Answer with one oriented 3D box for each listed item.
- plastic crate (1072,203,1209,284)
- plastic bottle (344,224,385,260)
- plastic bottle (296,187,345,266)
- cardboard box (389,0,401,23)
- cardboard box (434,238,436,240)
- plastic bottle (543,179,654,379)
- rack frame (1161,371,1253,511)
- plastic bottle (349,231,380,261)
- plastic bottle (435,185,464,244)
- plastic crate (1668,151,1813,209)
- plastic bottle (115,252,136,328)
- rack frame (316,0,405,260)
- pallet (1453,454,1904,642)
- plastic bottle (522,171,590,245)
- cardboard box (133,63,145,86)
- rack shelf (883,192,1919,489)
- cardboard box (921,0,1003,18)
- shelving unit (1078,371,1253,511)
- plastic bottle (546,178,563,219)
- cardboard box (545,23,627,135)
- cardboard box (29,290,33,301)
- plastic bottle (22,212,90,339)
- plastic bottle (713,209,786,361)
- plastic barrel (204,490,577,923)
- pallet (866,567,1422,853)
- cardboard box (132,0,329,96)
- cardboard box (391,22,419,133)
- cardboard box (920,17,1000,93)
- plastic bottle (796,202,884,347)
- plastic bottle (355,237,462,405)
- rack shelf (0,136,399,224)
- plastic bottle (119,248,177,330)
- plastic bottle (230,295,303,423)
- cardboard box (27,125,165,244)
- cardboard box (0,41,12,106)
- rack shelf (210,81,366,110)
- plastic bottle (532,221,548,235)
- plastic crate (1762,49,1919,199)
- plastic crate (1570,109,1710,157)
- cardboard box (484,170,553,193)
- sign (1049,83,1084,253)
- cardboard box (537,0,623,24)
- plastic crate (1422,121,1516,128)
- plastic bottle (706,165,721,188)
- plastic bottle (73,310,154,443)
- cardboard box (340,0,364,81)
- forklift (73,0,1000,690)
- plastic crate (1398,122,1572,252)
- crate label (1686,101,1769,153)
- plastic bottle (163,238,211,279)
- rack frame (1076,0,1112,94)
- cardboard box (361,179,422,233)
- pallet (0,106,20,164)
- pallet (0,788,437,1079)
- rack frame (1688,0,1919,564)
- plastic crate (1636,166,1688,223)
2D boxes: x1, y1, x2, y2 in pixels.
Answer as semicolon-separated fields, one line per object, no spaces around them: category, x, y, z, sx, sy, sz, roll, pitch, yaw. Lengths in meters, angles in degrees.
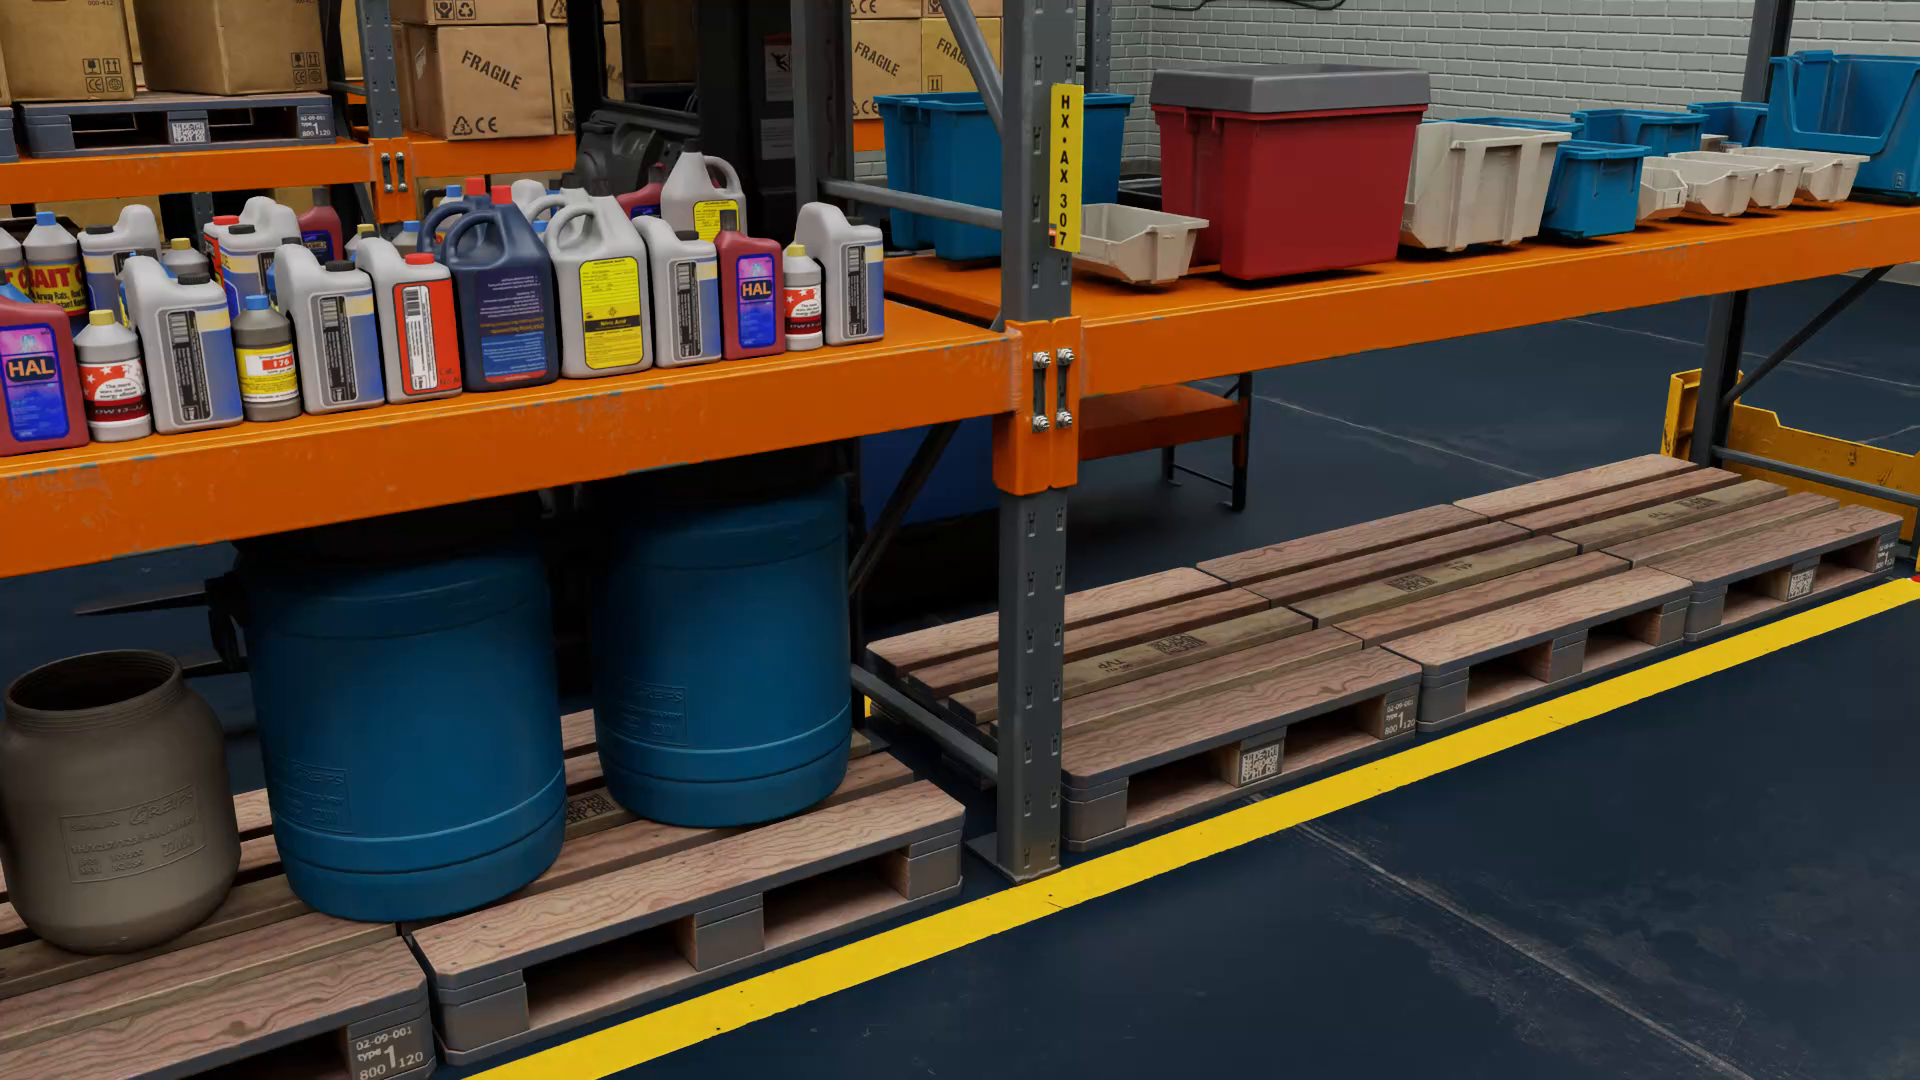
plastic crate;0.378;-0.707;3.972;0.243;0.136;0.396;-12;22;-31
plastic bottle;-1.265;-0.575;3.571;0.097;0.201;0.097;0;19;0
plastic bottle;-1.372;-0.598;3.512;0.133;0.283;0.061;-12;22;-31
cardboard box;-2.530;-2.765;8.023;0.500;0.500;0.500;-12;22;-31
cardboard box;-2.490;-1.286;8.582;0.500;0.500;0.500;-12;22;-31
plastic bottle;-0.677;-0.487;3.080;0.185;0.351;0.144;-12;22;-31
rack frame;0.989;-0.720;6.619;0.032;1.125;0.500;-11;22;-30
plastic bottle;-1.051;-0.420;3.005;0.097;0.271;0.097;0;19;0
plastic bottle;-1.103;-0.642;3.661;0.097;0.271;0.097;0;19;0
plastic crate;2.420;-1.129;5.219;0.243;0.136;0.396;-12;22;-31
plastic bottle;-1.568;-0.452;3.210;0.097;0.201;0.097;0;19;0
rack frame;-2.810;-2.086;7.731;0.127;3.000;1.000;-12;22;-31
pallet;2.542;-0.009;5.942;1.213;0.211;1.003;-12;22;-31
plastic bottle;-0.756;-0.526;3.194;0.185;0.351;0.144;-12;22;-31
cardboard box;-5.664;-3.165;11.285;0.250;0.149;0.380;-12;22;-31
rack shelf;1.581;-0.772;4.967;4.000;0.370;1.077;-12;22;-31
cardboard box;-0.111;-3.070;8.925;0.500;0.500;0.500;-11;22;-30
shelving unit;0.555;-0.635;6.367;1.048;1.125;0.538;-11;22;-30
plastic bottle;-0.909;-0.683;3.782;0.097;0.271;0.097;0;19;0
cardboard box;-1.809;-2.241;8.034;0.500;0.500;0.500;-11;22;-30
cardboard box;-3.901;-0.773;7.065;0.500;0.500;0.500;-12;22;-31
plastic bottle;-1.764;-0.503;3.249;0.097;0.271;0.097;0;19;0
plastic bottle;-0.409;-0.496;3.211;0.133;0.283;0.061;-12;22;-31
plastic barrel;-1.144;0.251;3.440;0.708;0.901;0.600;-12;22;-31
pallet;0.504;0.421;4.670;1.213;0.211;1.003;-12;22;-31
cardboard box;-3.329;-2.308;7.578;0.700;0.500;0.500;14;23;35
cardboard box;-2.534;-2.290;8.178;0.500;0.500;0.500;-11;22;-31
cardboard box;-0.125;-2.594;9.077;0.500;0.500;0.500;-12;22;-31
plastic bottle;-0.240;-0.546;3.369;0.135;0.276;0.152;-12;22;-31
plastic bottle;-0.967;-0.392;2.916;0.135;0.276;0.152;-12;22;-31
rack shelf;-4.481;-1.393;6.804;4.000;0.370;1.077;-12;22;-31
plastic bottle;-1.357;-0.356;2.814;0.097;0.271;0.097;0;19;0
plastic bottle;-1.161;-0.306;2.775;0.097;0.201;0.097;0;19;0
cardboard box;-6.009;-2.441;11.484;0.750;0.750;0.750;-12;22;-31
cardboard box;-4.252;-2.004;6.678;0.700;0.500;0.500;16;24;39
rack shelf;-3.867;-3.422;12.805;4.000;0.370;1.077;-12;22;-31
plastic bottle;-0.907;-0.592;3.622;0.097;0.201;0.097;0;19;0
plastic crate;3.075;-1.401;5.556;0.499;0.435;0.616;-12;22;-31
plastic crate;2.315;-1.342;5.700;0.300;0.233;0.416;-12;22;-31
cardboard box;-3.564;-2.803;13.098;0.500;0.500;0.700;-13;22;-33
sign;0.212;-0.744;3.329;0.005;0.325;0.100;-12;22;-31
cardboard box;-1.831;-2.706;7.847;0.500;0.500;0.500;-13;22;-33
plastic crate;1.514;-1.174;5.201;0.300;0.233;0.416;-12;22;-31
plastic bottle;-0.630;-0.754;3.975;0.133;0.283;0.061;-12;22;-31
plastic bottle;-1.355;-0.265;2.654;0.097;0.201;0.097;0;19;0
cardboard box;-4.463;-3.771;12.246;0.700;0.700;0.980;-13;22;-33
forklift;-1.176;-1.137;5.030;3.031;2.935;1.130;-11;22;-30
plastic crate;1.288;-0.952;4.469;0.530;0.282;0.437;-12;22;-31
crate label;2.864;-1.458;6.043;0.303;0.233;0.416;-12;22;-31
plastic bottle;-1.570;-0.510;3.381;0.097;0.201;0.097;0;19;0
rack frame;0.530;-2.790;9.815;0.127;3.000;1.000;-12;22;-31
cardboard box;-4.435;-2.617;12.549;0.500;0.500;0.700;-12;22;-32
pallet;-4.529;-1.634;6.694;1.213;0.211;1.003;-12;22;-31
pallet;-1.776;0.902;3.248;1.213;0.211;1.003;-12;22;-31
rack frame;3.252;-1.465;5.894;0.127;3.000;1.000;-12;22;-31
plastic crate;1.964;-1.016;4.885;0.250;0.136;0.298;-12;22;-31
